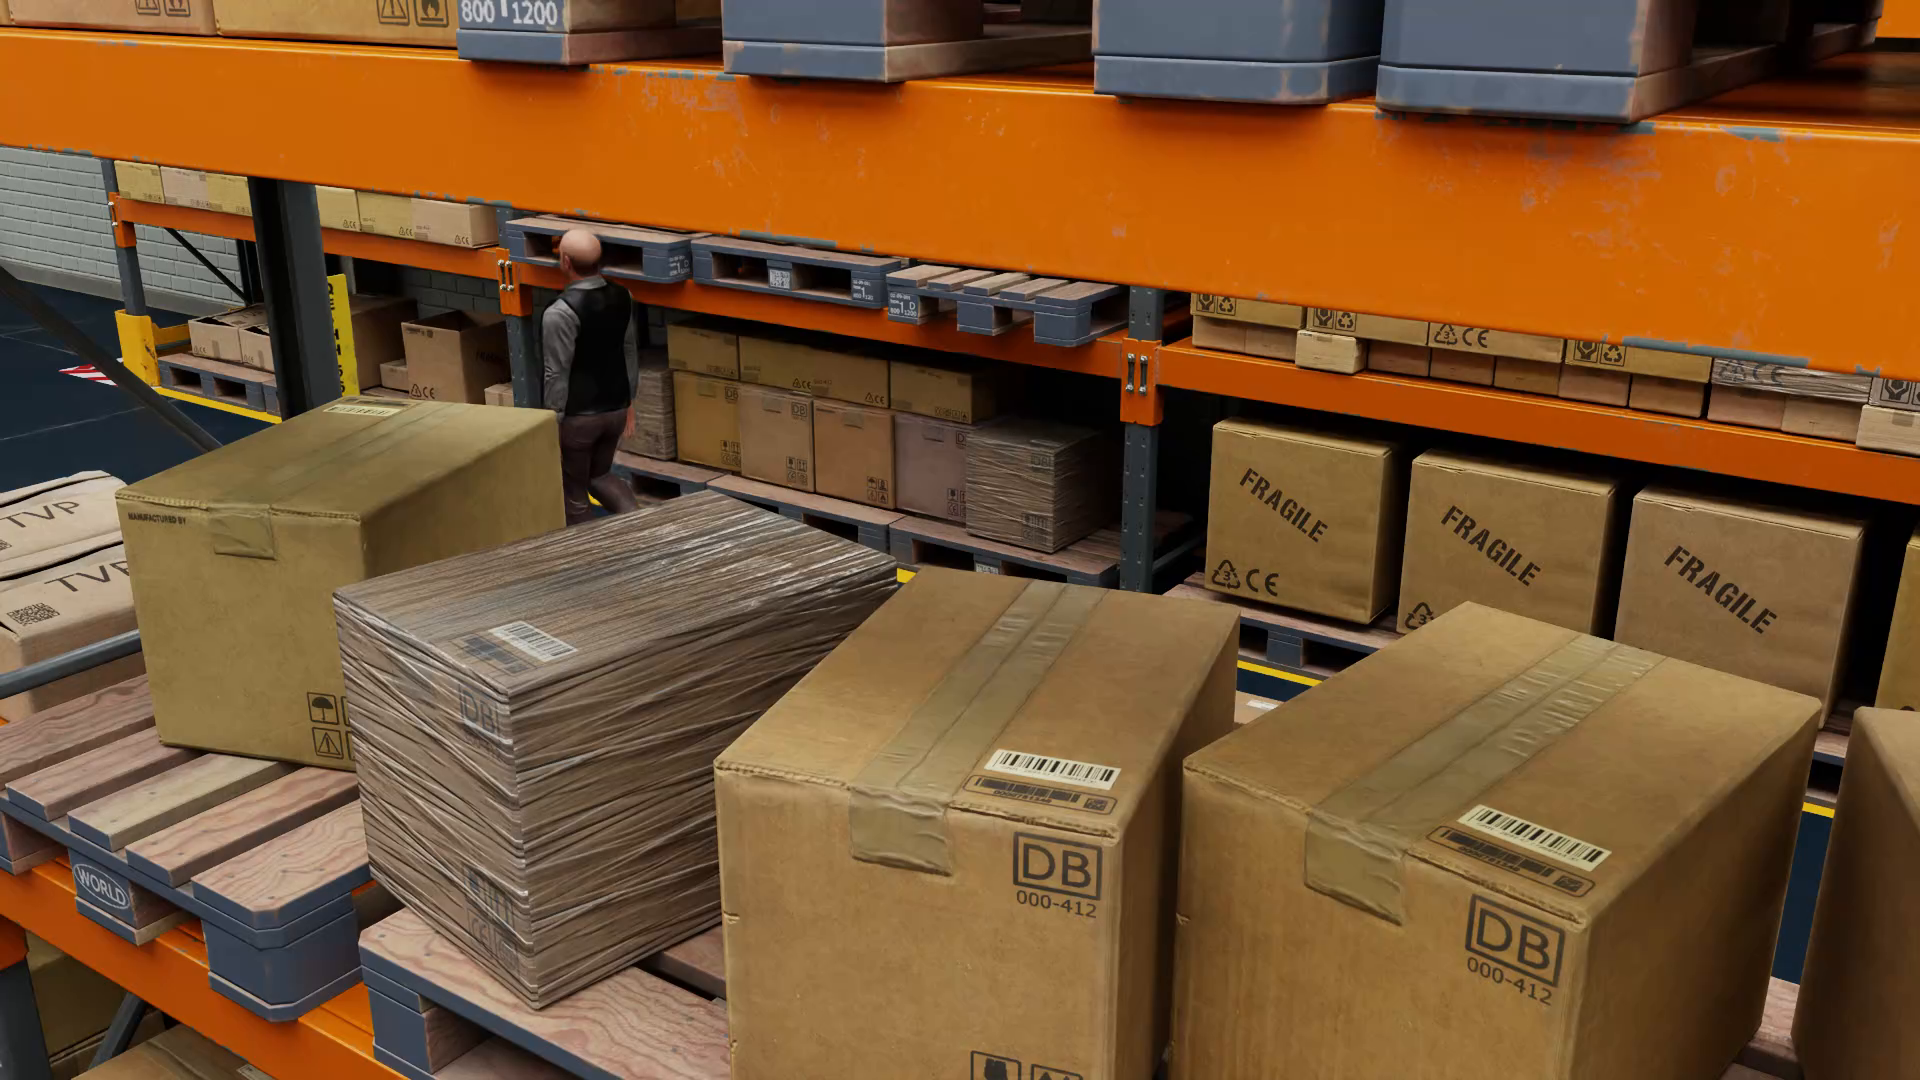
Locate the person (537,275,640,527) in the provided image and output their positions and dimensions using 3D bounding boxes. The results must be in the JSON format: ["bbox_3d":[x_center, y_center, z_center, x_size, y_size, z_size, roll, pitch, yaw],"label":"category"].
[{"bbox_3d":[-1.690,-0.509,7.693,0.484,1.450,0.539,12,23,29],"label":"person"}]
